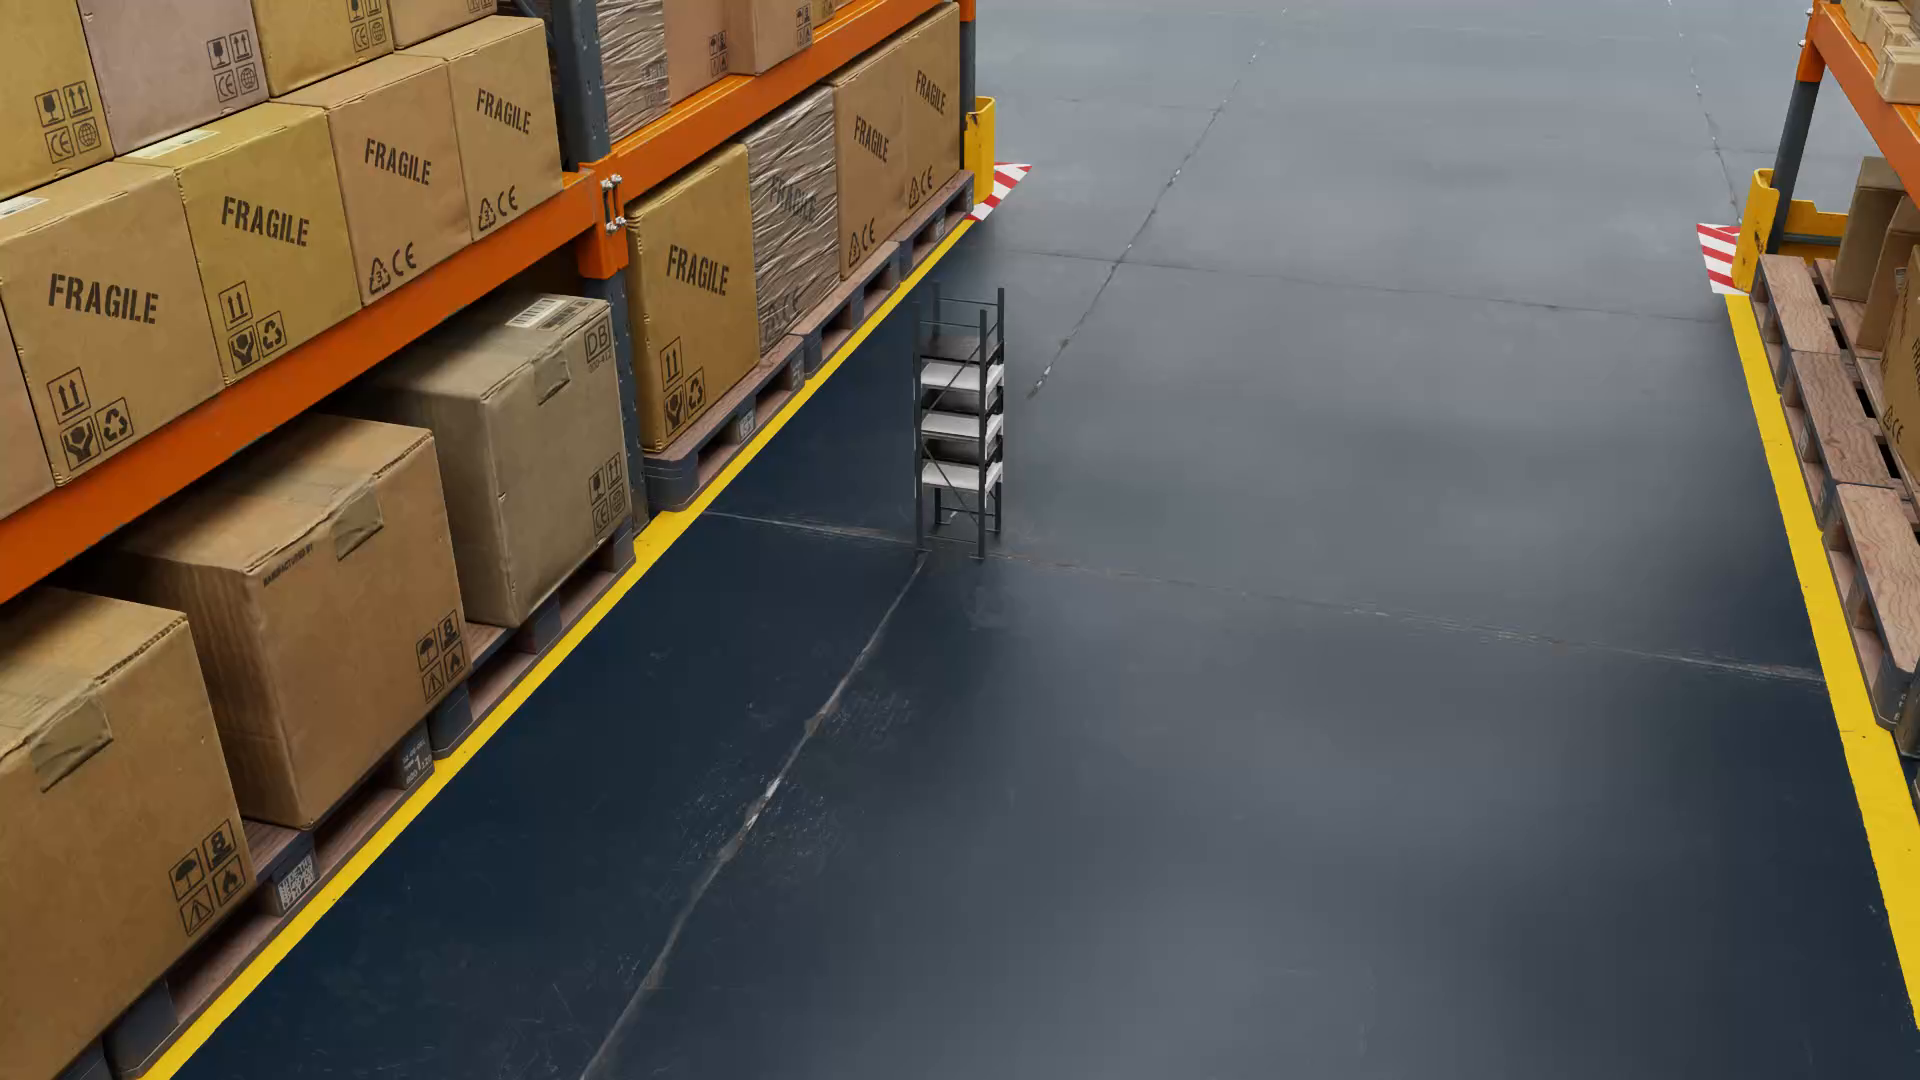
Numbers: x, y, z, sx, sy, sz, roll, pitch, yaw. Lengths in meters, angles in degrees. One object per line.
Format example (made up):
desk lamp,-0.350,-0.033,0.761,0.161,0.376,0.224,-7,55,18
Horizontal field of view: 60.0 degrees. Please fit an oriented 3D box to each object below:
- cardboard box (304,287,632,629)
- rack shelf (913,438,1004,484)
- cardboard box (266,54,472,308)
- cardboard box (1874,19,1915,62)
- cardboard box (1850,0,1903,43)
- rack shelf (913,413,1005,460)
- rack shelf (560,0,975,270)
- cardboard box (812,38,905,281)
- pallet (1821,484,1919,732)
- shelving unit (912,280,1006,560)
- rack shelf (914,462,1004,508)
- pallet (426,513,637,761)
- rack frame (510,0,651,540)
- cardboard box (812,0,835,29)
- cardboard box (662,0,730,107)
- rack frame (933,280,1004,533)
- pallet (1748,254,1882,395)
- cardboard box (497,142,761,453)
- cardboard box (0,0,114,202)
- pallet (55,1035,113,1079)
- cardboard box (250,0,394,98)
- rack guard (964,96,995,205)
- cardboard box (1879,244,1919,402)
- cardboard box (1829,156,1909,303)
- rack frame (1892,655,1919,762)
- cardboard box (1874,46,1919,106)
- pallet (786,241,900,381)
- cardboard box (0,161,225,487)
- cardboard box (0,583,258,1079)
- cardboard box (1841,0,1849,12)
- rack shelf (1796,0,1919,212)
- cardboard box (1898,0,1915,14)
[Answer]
cardboard box,-1.682,-0.310,5.104,1.050,0.750,0.750,8,30,15
rack shelf,-0.002,-0.282,5.584,0.258,0.077,0.200,8,30,15
cardboard box,-1.632,-0.939,4.250,0.500,0.500,0.500,8,30,14
cardboard box,3.675,-1.845,6.240,0.380,0.149,0.250,8,30,15
cardboard box,3.809,-2.080,6.661,0.380,0.149,0.250,8,30,15
rack shelf,-0.002,-0.360,5.541,0.258,0.077,0.200,8,30,15
rack shelf,-0.999,-2.026,7.047,1.077,0.370,4.000,8,30,15
cardboard box,-0.804,-1.791,7.638,0.875,0.875,0.875,8,30,14
pallet,3.289,0.245,5.093,1.003,0.211,1.213,8,30,15
shelving unit,-0.002,-0.389,5.524,0.258,0.900,0.210,8,30,15
rack shelf,-0.002,-0.203,5.628,0.258,0.077,0.200,8,30,15
pallet,-1.741,0.177,5.215,1.003,0.211,1.213,8,30,15
rack frame,-1.586,-1.411,5.201,1.000,3.000,0.127,8,30,15
cardboard box,-1.019,-2.403,6.831,0.875,0.550,0.500,8,30,15
cardboard box,-1.349,-1.909,5.941,0.875,0.550,0.550,8,30,15
rack frame,0.027,-0.437,5.609,0.240,0.900,0.006,8,30,15
pallet,4.005,-0.889,7.131,1.003,0.211,1.213,8,30,15
cardboard box,-1.335,-0.949,6.123,0.875,0.875,0.875,9,30,16
cardboard box,-2.173,-0.952,3.244,0.700,0.500,0.500,8,30,14
pallet,-2.457,1.311,3.177,1.003,0.211,1.213,8,30,15
cardboard box,-1.875,-1.421,4.087,0.700,0.500,0.500,8,30,14
rack guard,-0.405,-2.189,9.171,1.175,0.500,0.348,8,30,15
cardboard box,3.756,-0.748,6.148,0.500,0.500,0.500,11,31,20
cardboard box,4.101,-1.319,7.174,0.500,0.500,0.500,14,32,24
rack frame,3.126,-0.656,3.845,1.000,3.000,0.127,8,30,15
cardboard box,3.455,-1.624,5.842,0.380,0.149,0.250,8,30,15
pallet,-0.932,-1.104,7.517,1.003,0.211,1.213,8,30,15
cardboard box,-1.927,-0.468,3.403,0.500,0.500,0.500,8,30,14
cardboard box,-2.242,0.570,3.521,1.050,0.750,0.750,9,30,16
cardboard box,3.988,-2.307,7.070,0.380,0.149,0.250,8,30,15
rack shelf,3.713,-1.272,5.690,1.077,0.370,4.000,8,30,15
cardboard box,4.080,-2.188,6.189,0.875,0.500,0.500,8,30,15
